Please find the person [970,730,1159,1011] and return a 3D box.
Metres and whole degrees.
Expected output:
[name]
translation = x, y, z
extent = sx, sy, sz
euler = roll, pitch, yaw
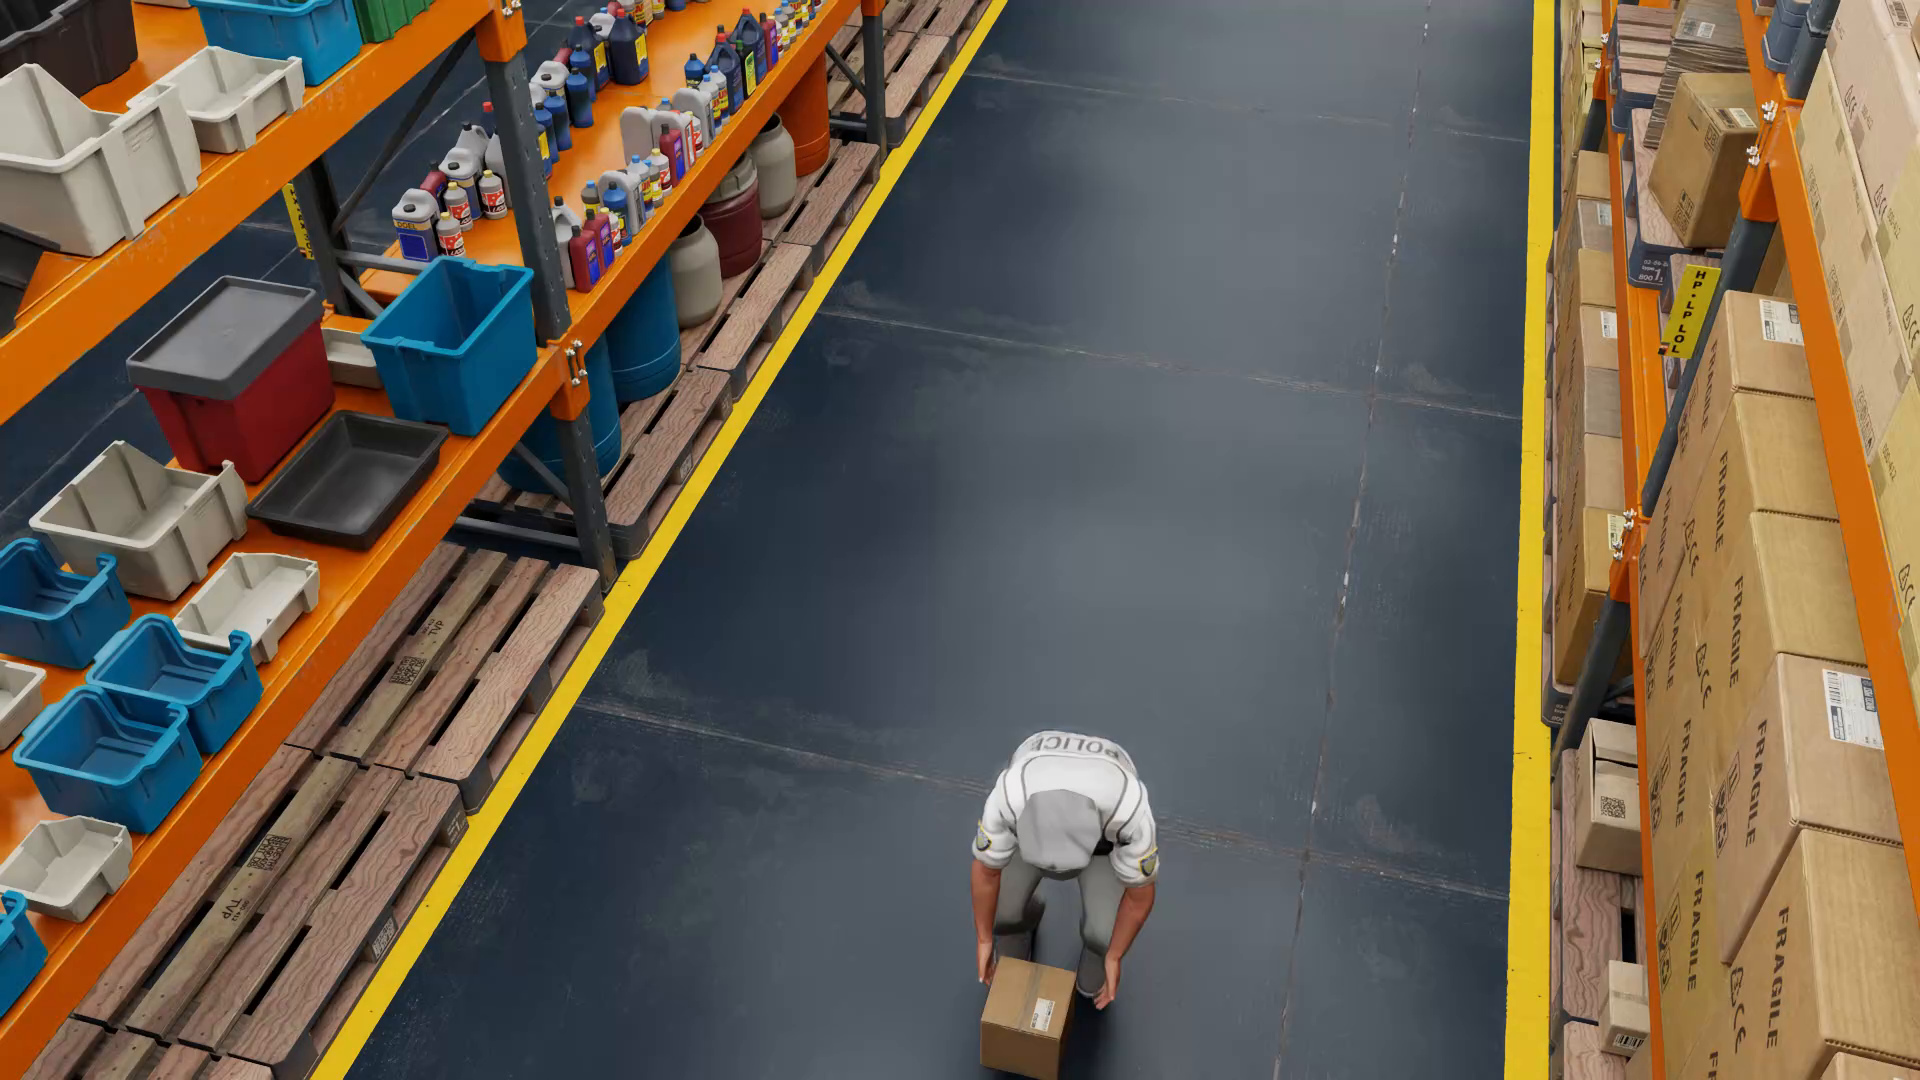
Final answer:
[person]
translation = 0.355, 1.040, 5.341
extent = 0.581, 1.242, 0.882
euler = 10, 42, 11
